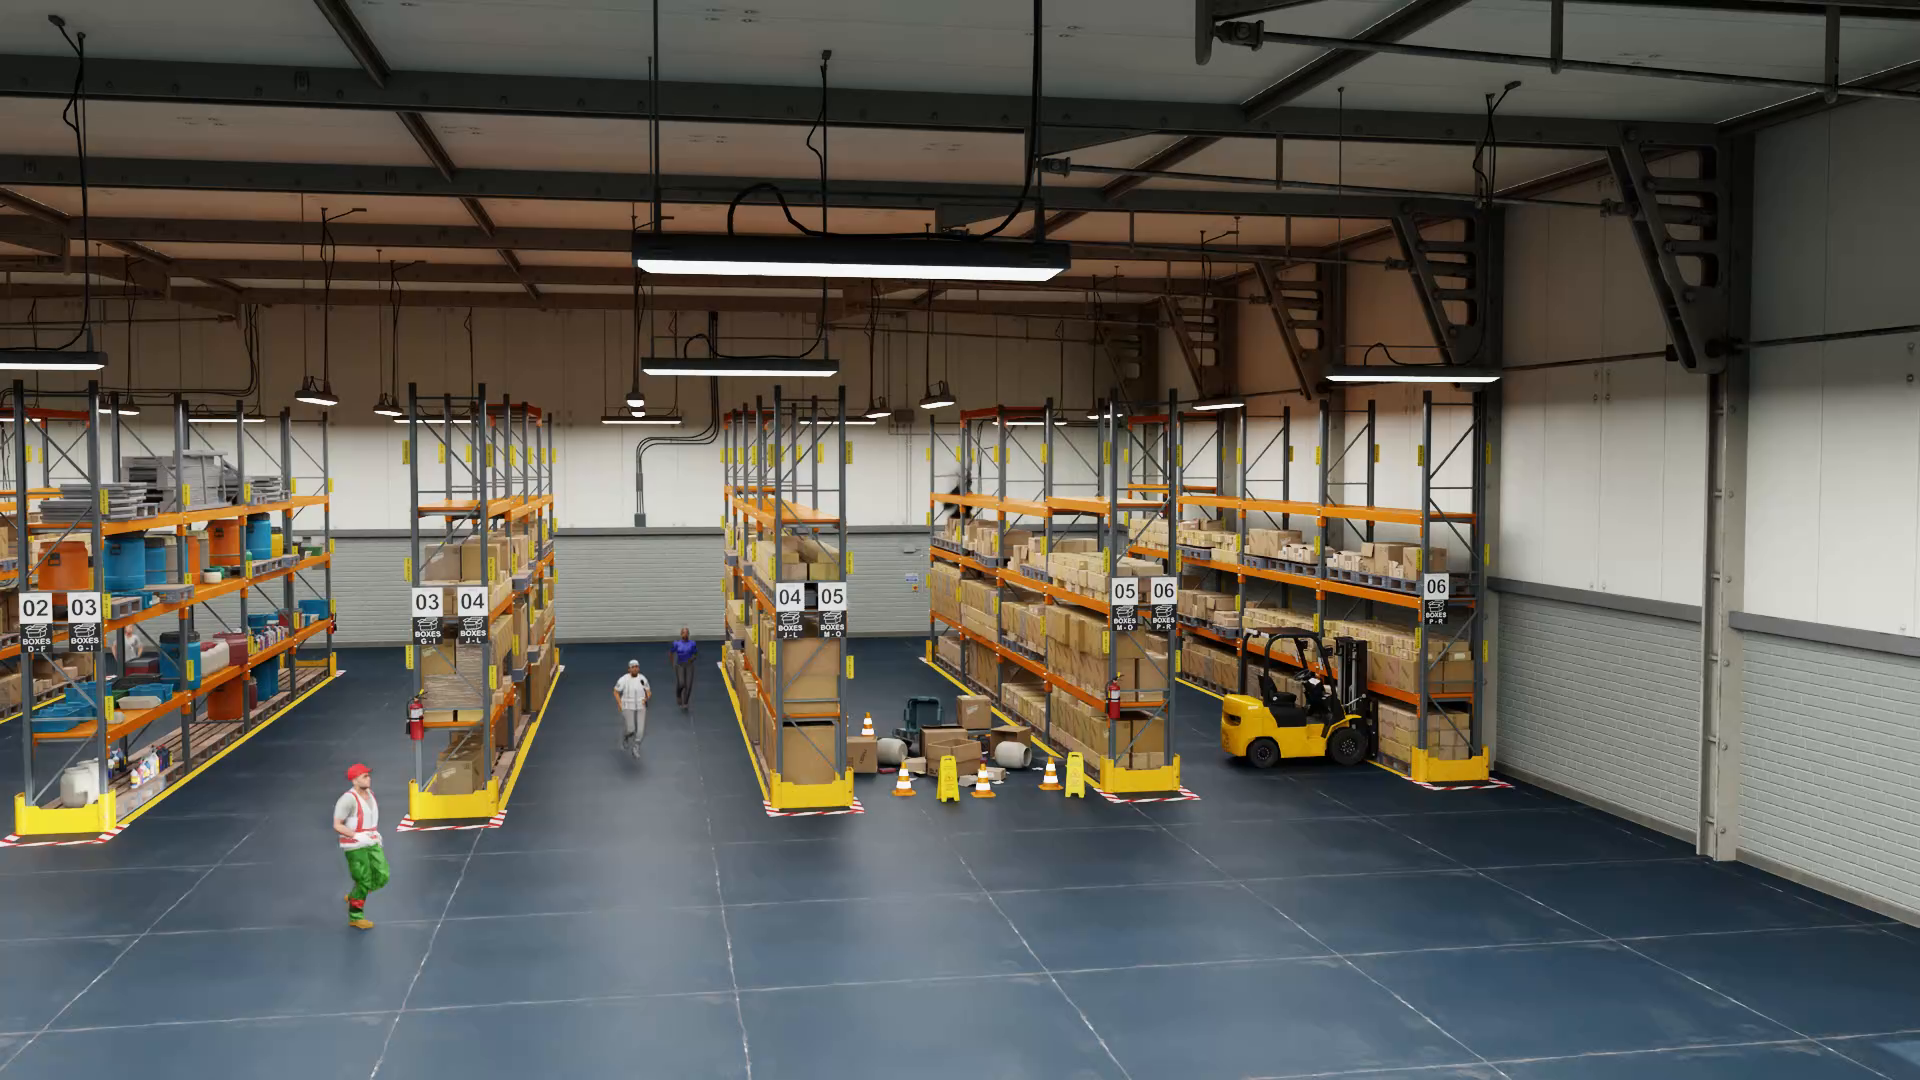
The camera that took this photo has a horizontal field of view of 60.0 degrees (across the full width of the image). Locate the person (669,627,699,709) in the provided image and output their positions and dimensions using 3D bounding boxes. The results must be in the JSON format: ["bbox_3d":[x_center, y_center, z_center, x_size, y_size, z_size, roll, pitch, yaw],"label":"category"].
[{"bbox_3d":[-5.416,2.530,32.716,0.560,1.608,0.559,-1,3,-17],"label":"person"}]

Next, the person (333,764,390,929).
[{"bbox_3d":[-6.333,3.232,17.574,0.586,1.745,0.661,1,3,18],"label":"person"}]

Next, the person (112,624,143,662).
[{"bbox_3d":[-16.893,2.483,33.757,0.567,1.637,0.540,-1,3,-25],"label":"person"}]

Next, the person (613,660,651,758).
[{"bbox_3d":[-5.406,2.801,27.561,0.608,1.623,0.549,-1,3,-24],"label":"person"}]
